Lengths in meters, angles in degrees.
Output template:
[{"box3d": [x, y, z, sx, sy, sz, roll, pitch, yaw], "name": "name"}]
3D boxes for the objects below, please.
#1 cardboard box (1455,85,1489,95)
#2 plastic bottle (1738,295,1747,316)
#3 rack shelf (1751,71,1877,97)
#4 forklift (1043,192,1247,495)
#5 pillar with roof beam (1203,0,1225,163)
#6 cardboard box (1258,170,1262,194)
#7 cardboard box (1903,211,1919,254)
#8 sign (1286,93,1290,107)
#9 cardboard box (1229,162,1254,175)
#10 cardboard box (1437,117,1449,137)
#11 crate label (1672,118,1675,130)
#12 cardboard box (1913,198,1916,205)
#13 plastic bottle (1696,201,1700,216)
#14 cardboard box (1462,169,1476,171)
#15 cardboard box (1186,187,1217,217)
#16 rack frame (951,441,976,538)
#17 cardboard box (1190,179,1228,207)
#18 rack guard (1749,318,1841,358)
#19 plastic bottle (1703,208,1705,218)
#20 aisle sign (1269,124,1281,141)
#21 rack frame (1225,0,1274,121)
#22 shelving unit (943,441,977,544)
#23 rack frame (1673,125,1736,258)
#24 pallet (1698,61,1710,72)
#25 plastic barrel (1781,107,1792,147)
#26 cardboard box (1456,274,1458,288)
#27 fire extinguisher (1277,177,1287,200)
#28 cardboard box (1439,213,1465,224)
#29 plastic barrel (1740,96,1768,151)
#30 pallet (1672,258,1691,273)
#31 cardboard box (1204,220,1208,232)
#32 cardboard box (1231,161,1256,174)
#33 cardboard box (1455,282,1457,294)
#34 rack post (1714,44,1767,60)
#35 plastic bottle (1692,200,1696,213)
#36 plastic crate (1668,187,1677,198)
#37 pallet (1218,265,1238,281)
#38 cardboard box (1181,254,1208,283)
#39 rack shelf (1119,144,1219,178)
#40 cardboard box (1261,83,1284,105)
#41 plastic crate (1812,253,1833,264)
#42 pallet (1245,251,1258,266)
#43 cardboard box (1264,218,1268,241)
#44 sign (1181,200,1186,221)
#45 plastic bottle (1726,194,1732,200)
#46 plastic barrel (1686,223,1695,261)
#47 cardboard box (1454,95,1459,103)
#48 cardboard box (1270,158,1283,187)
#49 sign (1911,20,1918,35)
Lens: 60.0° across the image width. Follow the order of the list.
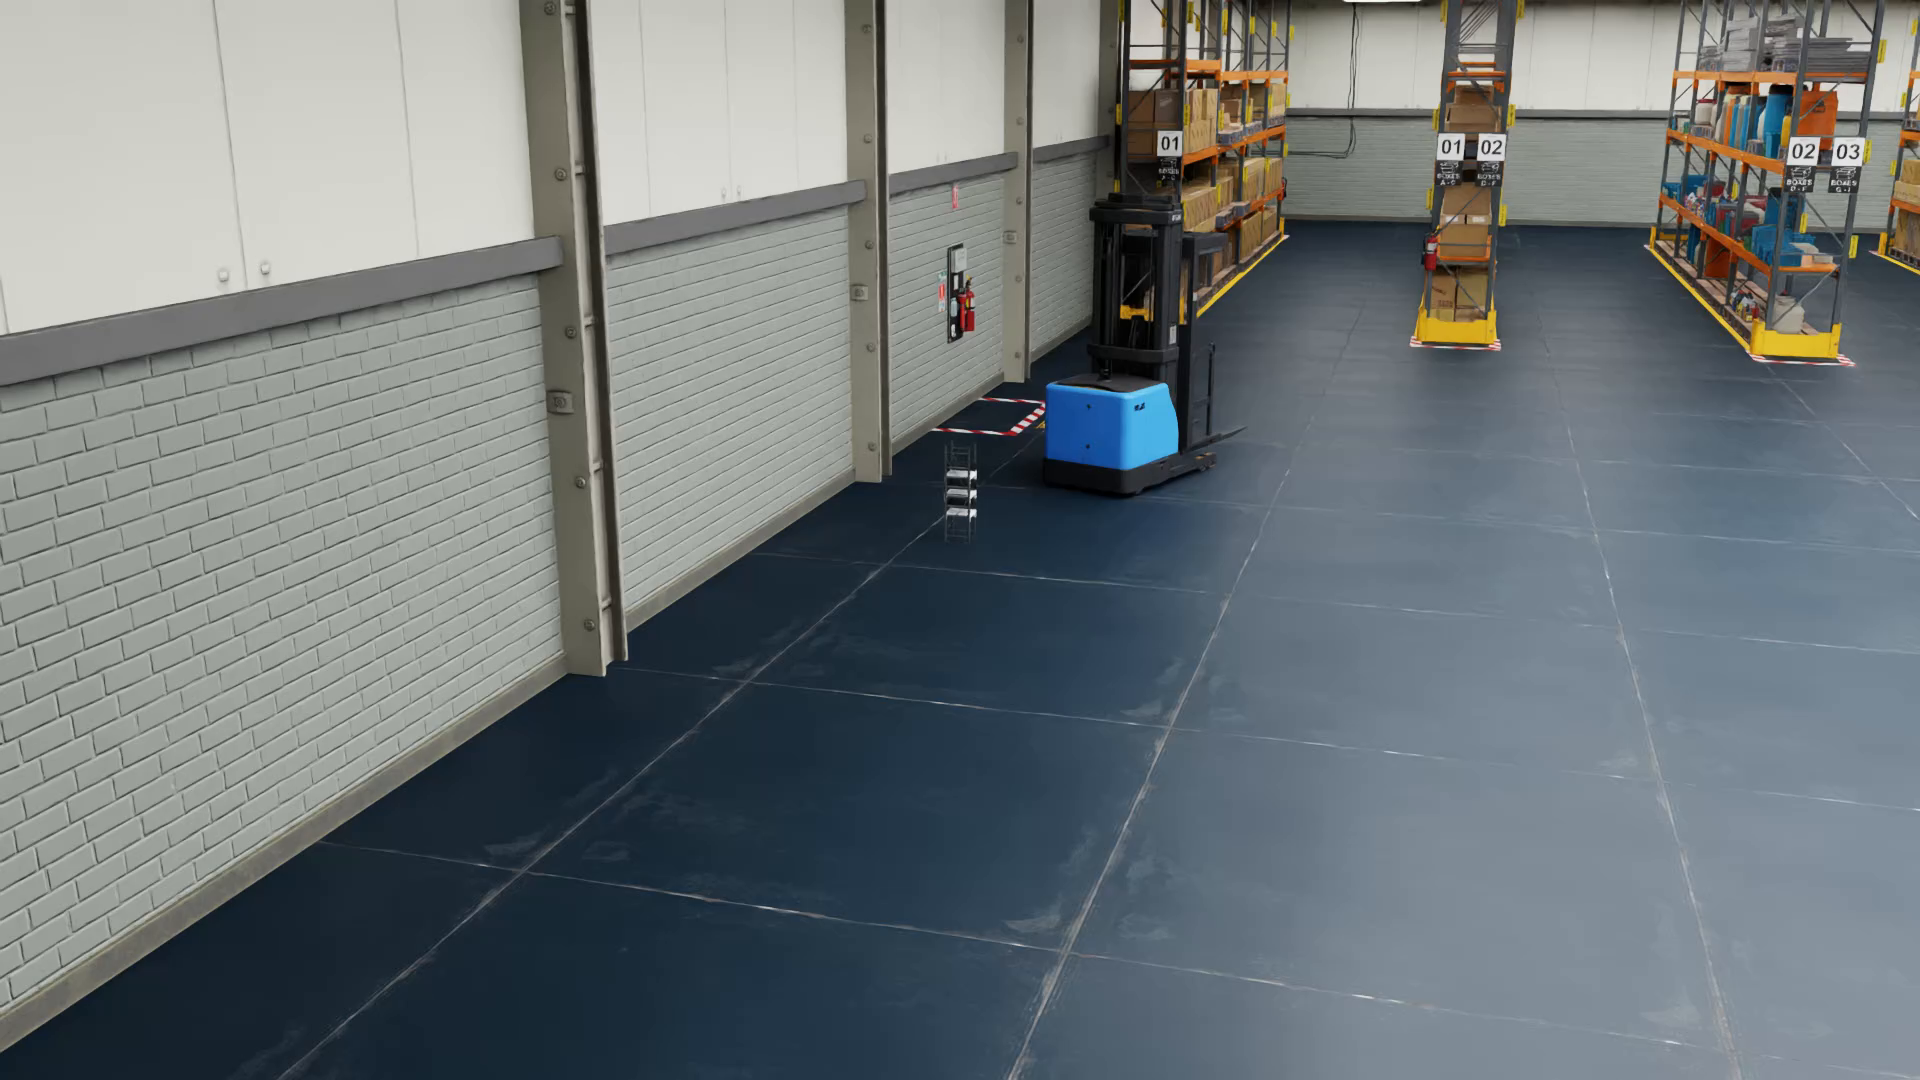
[{"box3d": [11.376, -9.853, 36.977, 0.700, 0.500, 0.500, 5, 16, 16], "name": "cardboard box"}, {"box3d": [12.947, -3.870, 27.444, 0.144, 0.351, 0.185, 4, 16, 15], "name": "plastic bottle"}, {"box3d": [13.180, -7.096, 25.830, 1.077, 0.370, 4.000, 5, 16, 16], "name": "rack shelf"}, {"box3d": [2.124, -2.213, 17.682, 1.130, 2.935, 3.031, 11, 19, 34], "name": "forklift"}, {"box3d": [10.021, -10.936, 37.314, 9.100, 9.000, 0.400, 5, 16, 16], "name": "pillar with roof beam"}, {"box3d": [6.499, -8.060, 37.403, 0.500, 0.500, 0.500, 5, 17, 16], "name": "cardboard box"}, {"box3d": [21.544, -6.796, 36.836, 0.875, 0.875, 0.875, 5, 16, 16], "name": "cardboard box"}, {"box3d": [8.177, -10.965, 41.437, 0.100, 0.325, 0.005, 5, 16, 16], "name": "sign"}, {"box3d": [6.053, -8.019, 35.886, 0.500, 0.250, 0.500, 5, 17, 16], "name": "cardboard box"}, {"box3d": [8.096, -6.747, 27.182, 0.500, 0.311, 0.500, 7, 17, 22], "name": "cardboard box"}, {"box3d": [16.587, -9.567, 38.257, 0.408, 0.251, 0.502, 5, 16, 16], "name": "crate label"}, {"box3d": [20.982, -7.368, 36.190, 0.380, 0.149, 0.250, 5, 17, 17], "name": "cardboard box"}, {"box3d": [14.916, -6.700, 33.590, 0.061, 0.283, 0.133, 5, 16, 16], "name": "plastic bottle"}, {"box3d": [8.881, -6.213, 29.096, 0.700, 0.500, 0.500, 5, 17, 16], "name": "cardboard box"}, {"box3d": [4.412, -6.191, 30.444, 0.500, 0.500, 0.500, 5, 16, 16], "name": "cardboard box"}, {"box3d": [0.031, -0.462, 15.228, 0.240, 0.900, 0.006, 5, 16, 16], "name": "rack frame"}, {"box3d": [4.930, -6.895, 33.073, 0.700, 0.500, 0.500, 5, 16, 16], "name": "cardboard box"}, {"box3d": [12.588, -3.047, 25.075, 1.175, 0.500, 0.348, 5, 16, 16], "name": "rack guard"}, {"box3d": [14.591, -6.401, 32.535, 0.061, 0.283, 0.133, 5, 16, 16], "name": "plastic bottle"}, {"box3d": [7.968, -10.426, 41.747, 0.394, 0.787, 0.004, 5, 16, 16], "name": "aisle sign"}, {"box3d": [6.524, -11.019, 37.609, 1.000, 3.000, 0.127, 5, 16, 16], "name": "rack frame"}, {"box3d": [0.002, -0.435, 15.135, 0.258, 0.900, 0.210, 5, 16, 16], "name": "shelving unit"}, {"box3d": [16.022, -7.365, 35.719, 1.000, 3.000, 0.127, 5, 16, 16], "name": "rack frame"}, {"box3d": [15.816, -9.749, 34.209, 1.003, 0.211, 1.213, 5, 16, 16], "name": "pallet"}, {"box3d": [12.814, -6.269, 25.245, 0.600, 0.588, 0.600, 0, 16, 0], "name": "plastic barrel"}, {"box3d": [8.925, -4.629, 28.968, 0.500, 0.500, 0.500, 5, 16, 16], "name": "cardboard box"}, {"box3d": [8.146, -8.967, 42.192, 0.296, 0.674, 0.183, 5, 16, 16], "name": "fire extinguisher"}, {"box3d": [7.790, -5.086, 26.311, 0.380, 0.149, 0.250, 4, 16, 15], "name": "cardboard box"}, {"box3d": [13.685, -7.106, 28.391, 0.600, 0.901, 0.708, 5, 16, 16], "name": "plastic barrel"}, {"box3d": [15.763, -5.825, 35.399, 1.003, 0.211, 1.213, 5, 16, 16], "name": "pallet"}, {"box3d": [4.128, -5.568, 29.621, 0.500, 0.250, 0.500, 5, 16, 16], "name": "cardboard box"}, {"box3d": [6.192, -8.153, 36.358, 0.500, 0.250, 0.500, 4, 16, 15], "name": "cardboard box"}, {"box3d": [8.840, -4.667, 30.478, 0.500, 0.250, 0.500, 4, 16, 15], "name": "cardboard box"}, {"box3d": [15.052, -9.361, 31.901, 0.954, 0.300, 0.937, 5, 16, 16], "name": "rack post"}, {"box3d": [15.109, -6.855, 34.157, 0.097, 0.271, 0.097, 0, 16, 0], "name": "plastic bottle"}, {"box3d": [16.314, -7.898, 37.794, 0.416, 0.233, 0.300, 5, 16, 16], "name": "plastic crate"}, {"box3d": [5.163, -5.541, 34.398, 1.003, 0.211, 1.213, 5, 16, 16], "name": "pallet"}, {"box3d": [4.443, -5.243, 32.013, 0.700, 0.500, 0.500, 5, 17, 18], "name": "cardboard box"}, {"box3d": [3.682, -6.614, 28.893, 1.077, 0.370, 4.000, 5, 16, 16], "name": "rack shelf"}, {"box3d": [7.561, -10.819, 40.347, 0.500, 0.500, 0.500, 5, 17, 18], "name": "cardboard box"}, {"box3d": [13.175, -4.308, 25.424, 0.298, 0.136, 0.250, 5, 16, 16], "name": "plastic crate"}, {"box3d": [6.032, -6.264, 36.947, 1.003, 0.211, 1.213, 5, 16, 16], "name": "pallet"}, {"box3d": [6.980, -7.452, 39.836, 0.700, 0.500, 0.500, 4, 16, 15], "name": "cardboard box"}, {"box3d": [3.634, -5.368, 27.093, 0.100, 0.325, 0.005, 5, 16, 16], "name": "sign"}, {"box3d": [16.022, -7.027, 34.618, 0.144, 0.351, 0.185, 5, 16, 16], "name": "plastic bottle"}, {"box3d": [15.851, -6.417, 35.451, 0.600, 0.901, 0.708, 5, 16, 16], "name": "plastic barrel"}, {"box3d": [10.684, -9.016, 34.908, 0.600, 0.600, 0.600, 4, 16, 14], "name": "cardboard box"}, {"box3d": [7.525, -9.190, 41.603, 0.980, 0.700, 0.700, 5, 17, 18], "name": "cardboard box"}, {"box3d": [21.377, -11.484, 37.244, 0.100, 0.325, 0.005, 5, 16, 16], "name": "sign"}]
